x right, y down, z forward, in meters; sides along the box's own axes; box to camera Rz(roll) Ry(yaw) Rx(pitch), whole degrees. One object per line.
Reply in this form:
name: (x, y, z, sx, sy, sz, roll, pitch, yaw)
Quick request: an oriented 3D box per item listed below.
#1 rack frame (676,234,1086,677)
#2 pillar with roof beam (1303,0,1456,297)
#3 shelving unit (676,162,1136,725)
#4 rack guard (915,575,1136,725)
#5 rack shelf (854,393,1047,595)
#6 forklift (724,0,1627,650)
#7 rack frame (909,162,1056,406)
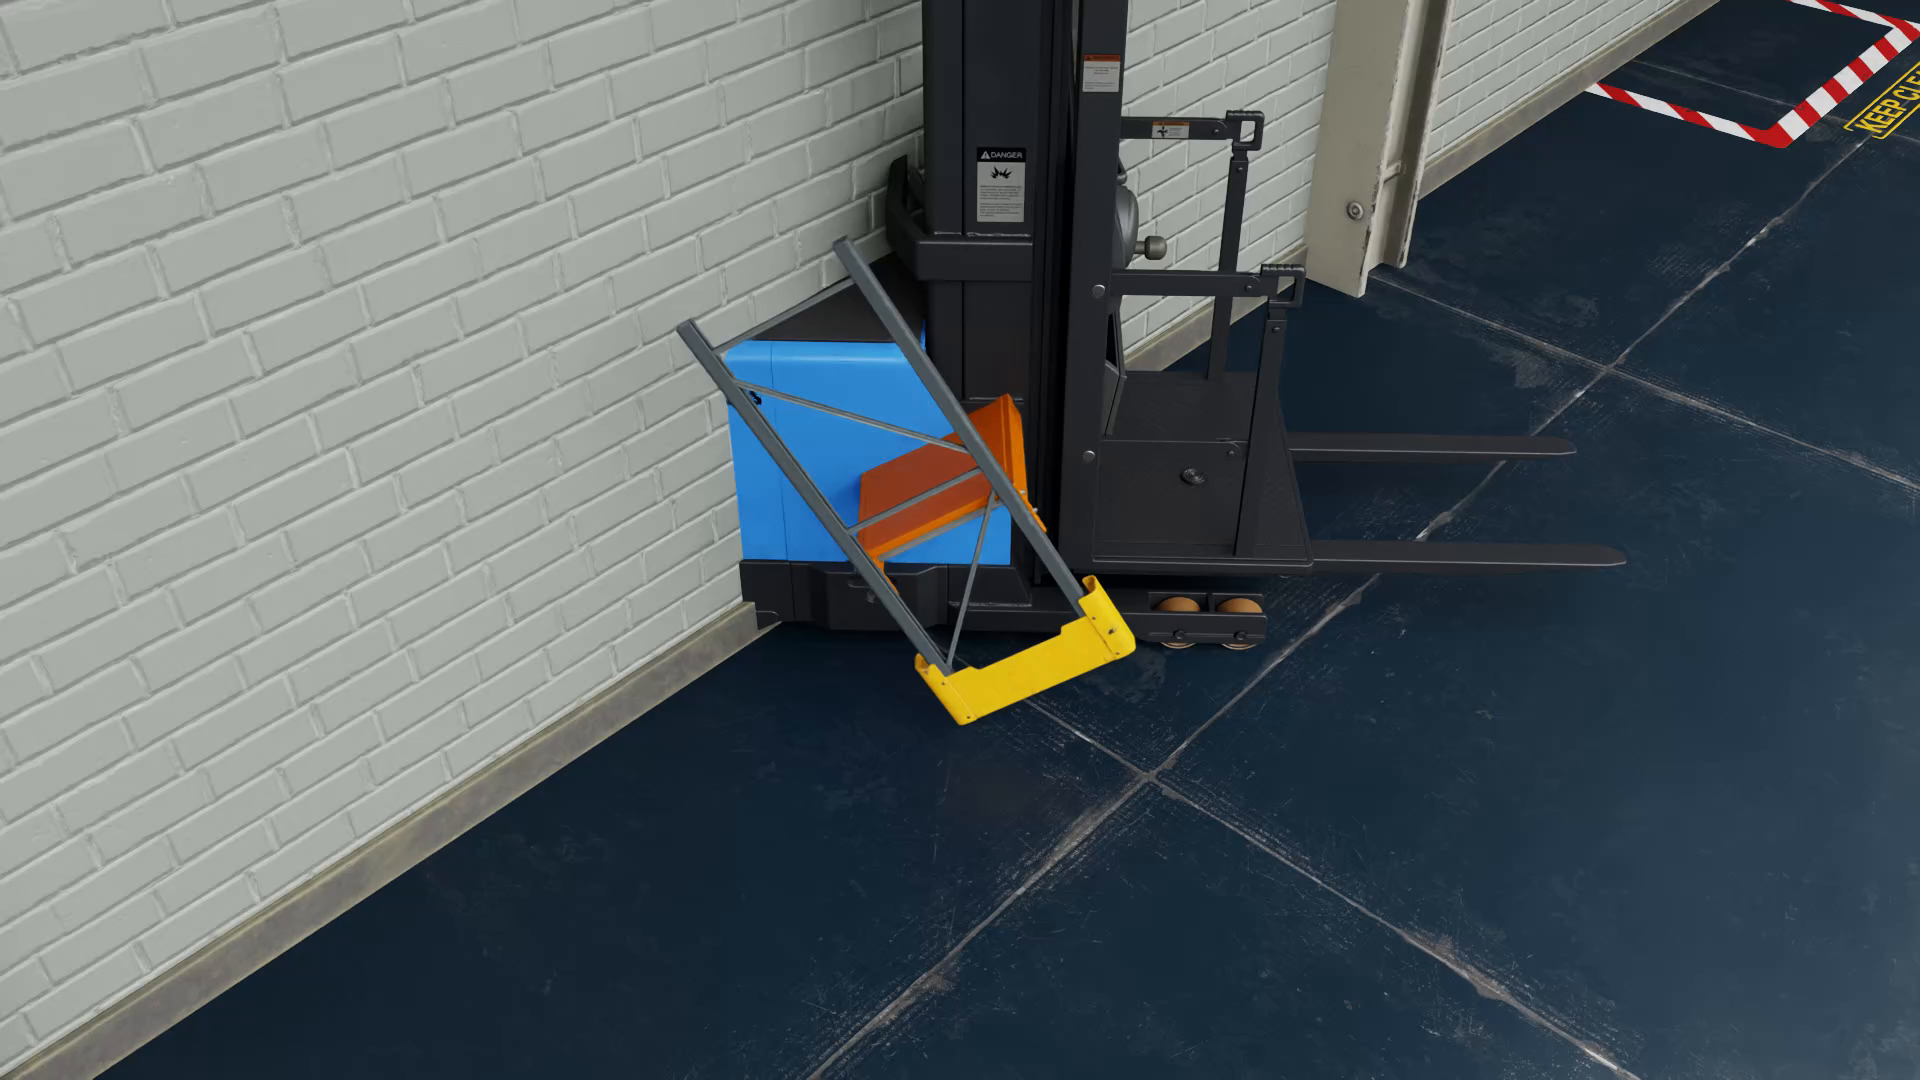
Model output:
rack frame: (-0.121, -0.104, 4.465, 0.500, 1.500, 0.032, -25, 33, 16)
pillar with roof beam: (4.882, -2.895, 2.160, 9.100, 9.000, 0.400, 30, 47, 32)
shelving unit: (-0.126, -0.408, 4.883, 0.587, 1.500, 1.083, -25, 33, 16)
rack guard: (0.186, 0.324, 4.803, 0.587, 0.250, 0.087, -25, 33, 16)
rack shelf: (-0.038, -0.276, 4.969, 0.538, 0.185, 1.000, -25, 33, 16)
forklift: (0.624, -1.135, 4.823, 3.031, 2.935, 1.130, 1, 39, 1)
rack frame: (-0.132, -0.701, 5.287, 0.500, 1.500, 0.032, -25, 33, 16)
